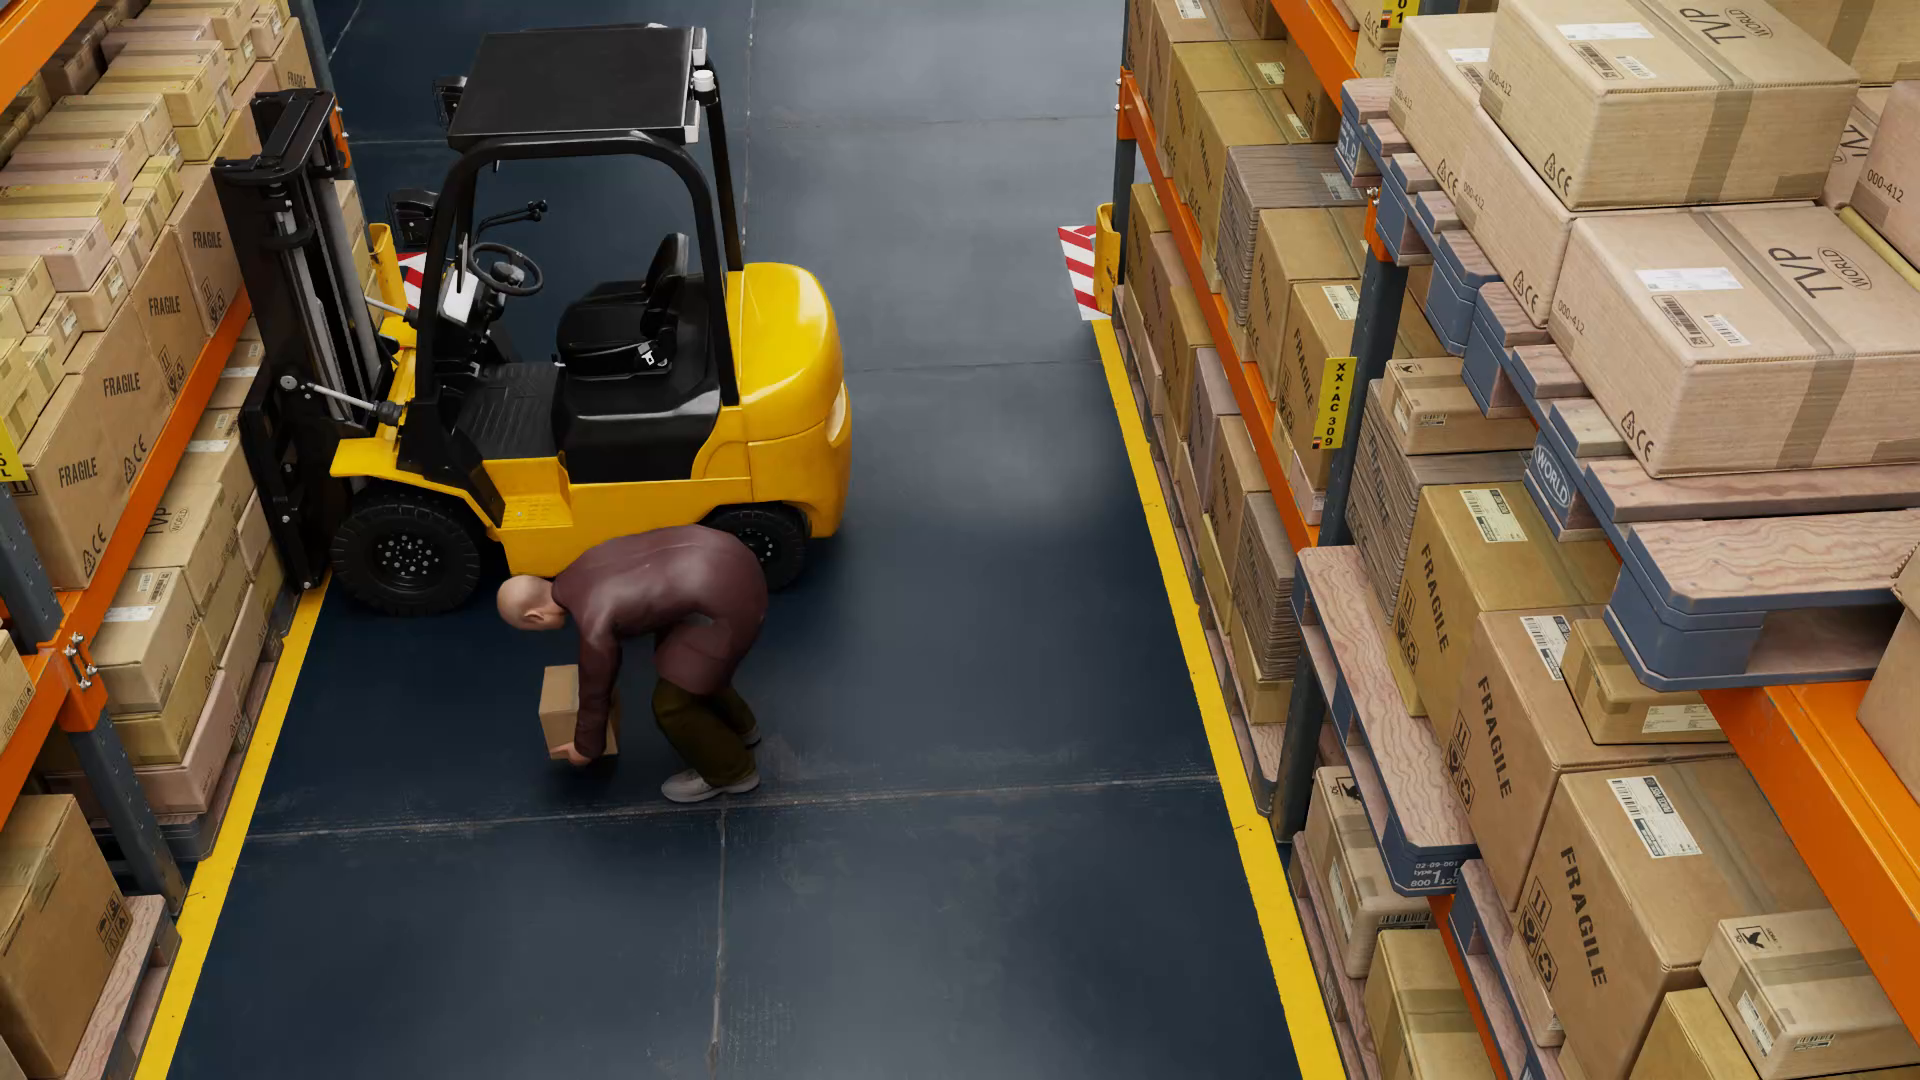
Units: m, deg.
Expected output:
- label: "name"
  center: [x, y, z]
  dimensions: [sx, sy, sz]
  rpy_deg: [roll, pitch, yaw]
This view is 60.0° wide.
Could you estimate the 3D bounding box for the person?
- label: "person"
  center: [-1.162, 0.459, 6.132]
  dimensions: [0.951, 1.101, 0.576]
  rpy_deg: [-5, 39, -6]
